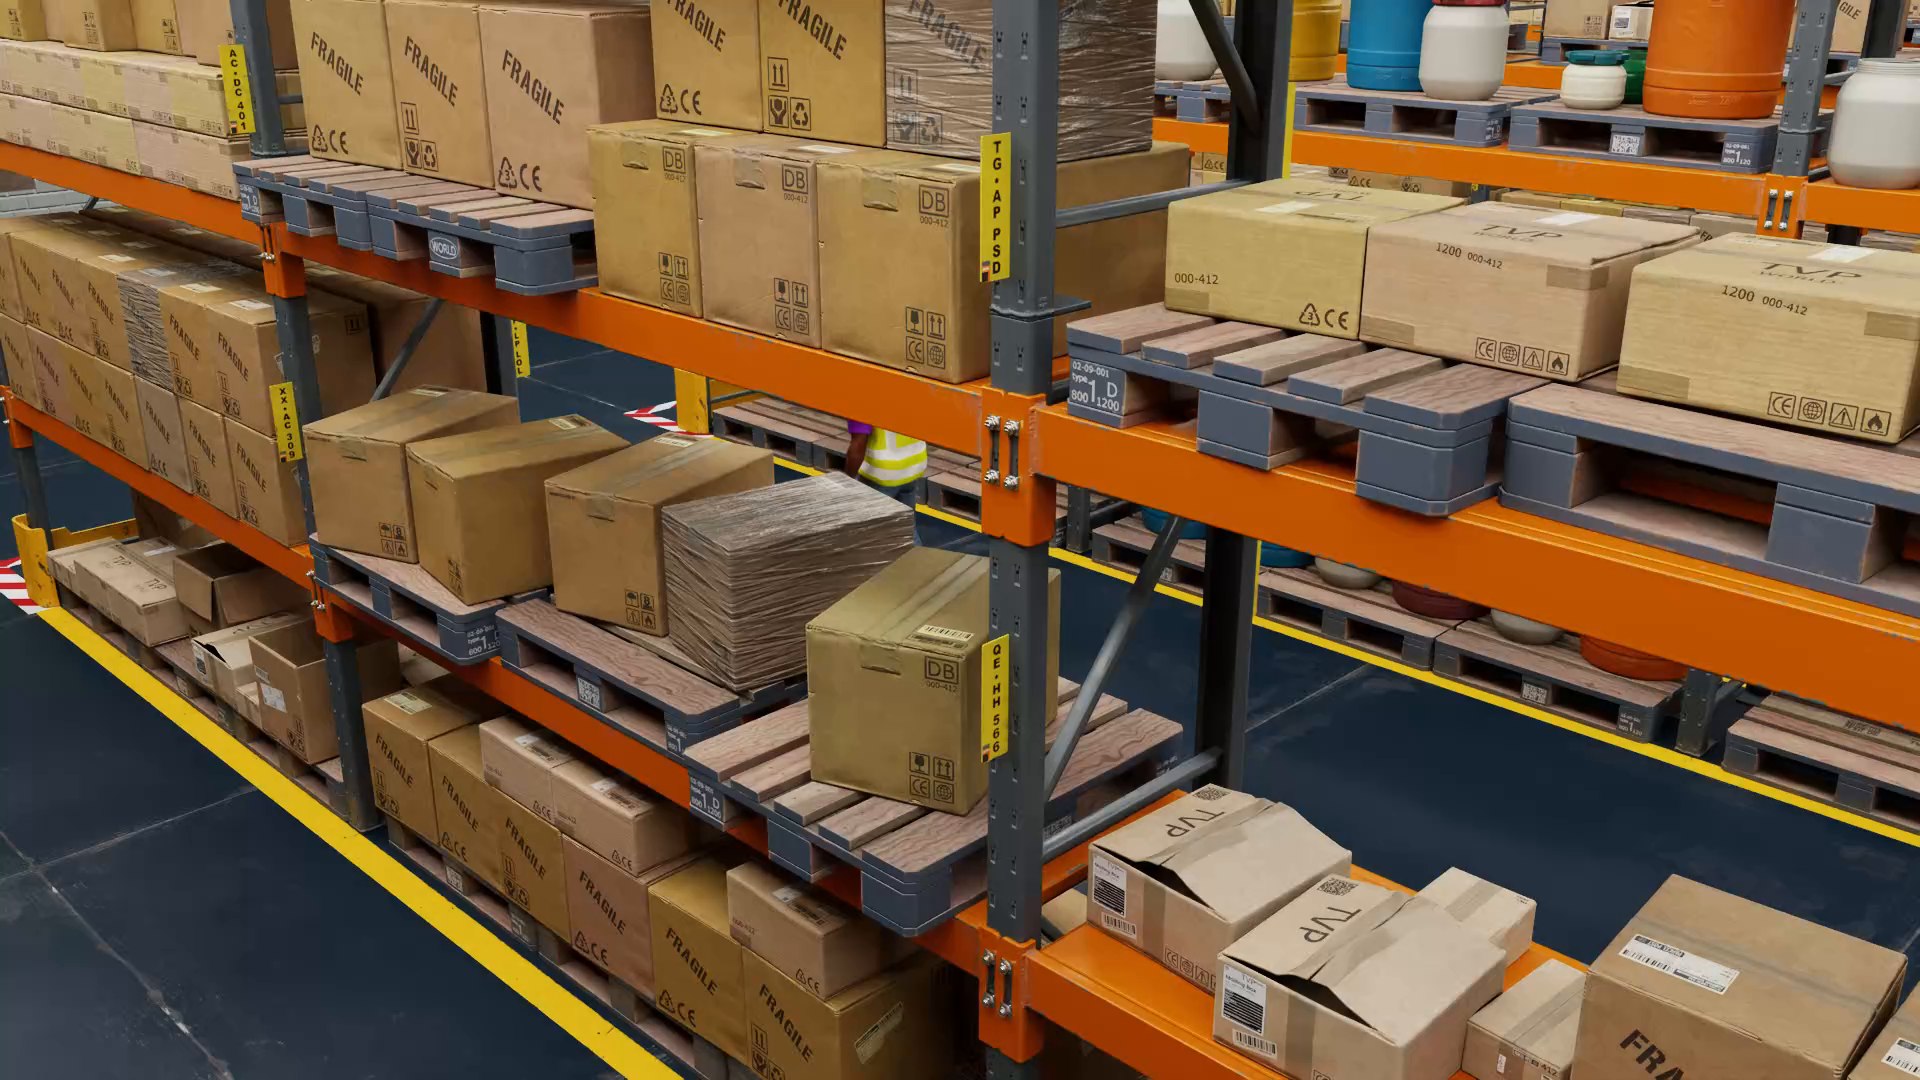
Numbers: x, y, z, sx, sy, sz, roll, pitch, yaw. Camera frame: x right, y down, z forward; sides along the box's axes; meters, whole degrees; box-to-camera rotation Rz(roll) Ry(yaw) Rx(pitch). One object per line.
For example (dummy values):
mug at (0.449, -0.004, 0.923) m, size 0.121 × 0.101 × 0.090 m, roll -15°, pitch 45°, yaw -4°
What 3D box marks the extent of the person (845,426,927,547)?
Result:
person at (5.025, -7.470, 18.220) m, size 6.260 × 9.002 × 23.611 m, roll 17°, pitch 27°, yaw 39°
